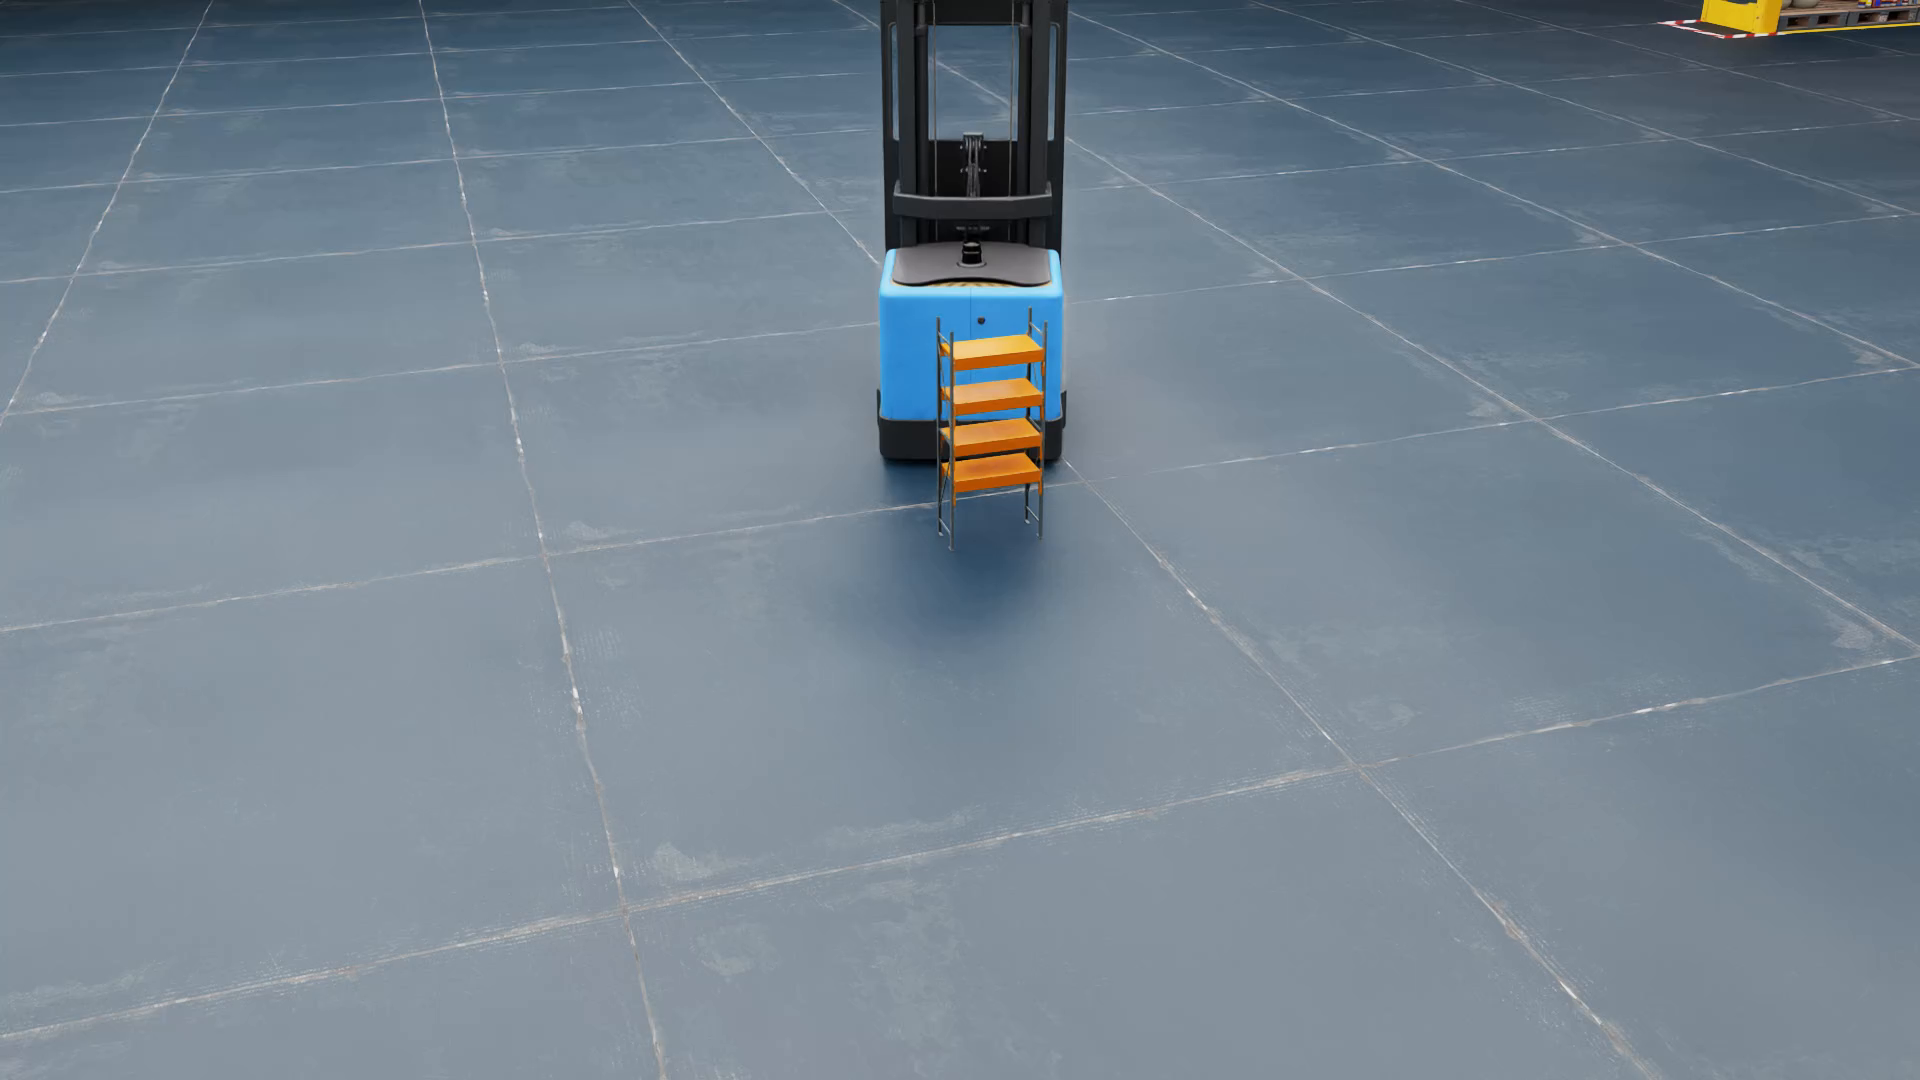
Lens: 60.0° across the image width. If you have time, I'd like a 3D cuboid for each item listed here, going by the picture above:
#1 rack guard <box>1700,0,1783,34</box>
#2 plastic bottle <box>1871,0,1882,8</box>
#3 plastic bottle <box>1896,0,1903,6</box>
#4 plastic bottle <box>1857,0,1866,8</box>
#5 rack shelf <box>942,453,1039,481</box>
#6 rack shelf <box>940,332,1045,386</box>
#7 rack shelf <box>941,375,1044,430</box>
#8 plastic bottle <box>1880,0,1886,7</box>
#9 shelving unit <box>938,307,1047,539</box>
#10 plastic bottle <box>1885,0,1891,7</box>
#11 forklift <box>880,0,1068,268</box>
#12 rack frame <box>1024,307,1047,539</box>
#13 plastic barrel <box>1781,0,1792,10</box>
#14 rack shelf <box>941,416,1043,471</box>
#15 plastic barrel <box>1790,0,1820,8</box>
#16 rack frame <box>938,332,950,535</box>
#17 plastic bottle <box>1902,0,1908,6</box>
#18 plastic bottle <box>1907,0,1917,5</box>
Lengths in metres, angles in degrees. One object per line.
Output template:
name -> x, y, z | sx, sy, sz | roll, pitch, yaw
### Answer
rack guard -> 10.831, -7.380, 23.053 | 0.348, 0.500, 1.175 | -8, 28, -16
plastic bottle -> 12.815, -7.591, 23.227 | 0.133, 0.283, 0.061 | -8, 27, -15
plastic bottle -> 13.207, -7.651, 23.361 | 0.097, 0.271, 0.097 | 0, 26, 0
plastic bottle -> 12.594, -7.562, 23.182 | 0.097, 0.271, 0.097 | 0, 26, 0
rack shelf -> 0.157, -0.370, 8.624 | 0.457, 0.021, 0.221 | -8, 28, -16
rack shelf -> 0.157, -0.912, 8.354 | 0.480, 0.148, 0.258 | -8, 28, -16
rack shelf -> 0.157, -0.700, 8.460 | 0.480, 0.148, 0.258 | -8, 28, -16
plastic bottle -> 12.920, -7.609, 23.277 | 0.097, 0.271, 0.097 | 0, 26, 0
shelving unit -> 0.160, -0.561, 8.530 | 0.499, 1.200, 0.258 | -8, 28, -16
plastic bottle -> 13.015, -7.623, 23.305 | 0.097, 0.271, 0.097 | 0, 26, 0
forklift -> 0.090, -2.382, 10.251 | 1.121, 2.935, 3.031 | 0, 26, 1
rack frame -> 0.389, -0.594, 8.597 | 0.015, 1.200, 0.240 | -8, 28, -16
plastic barrel -> 11.375, -7.666, 23.143 | 0.421, 0.512, 0.421 | 0, 26, 0
rack shelf -> 0.157, -0.500, 8.559 | 0.480, 0.148, 0.258 | -8, 28, -16
plastic barrel -> 11.852, -7.735, 23.282 | 0.421, 0.512, 0.421 | 0, 26, 0
rack frame -> -0.074, -0.526, 8.461 | 0.006, 1.046, 0.228 | -8, 28, -16
plastic bottle -> 13.304, -7.633, 23.405 | 0.097, 0.201, 0.097 | 0, 26, 0
plastic bottle -> 13.408, -7.695, 23.444 | 0.135, 0.276, 0.152 | -8, 27, -15
